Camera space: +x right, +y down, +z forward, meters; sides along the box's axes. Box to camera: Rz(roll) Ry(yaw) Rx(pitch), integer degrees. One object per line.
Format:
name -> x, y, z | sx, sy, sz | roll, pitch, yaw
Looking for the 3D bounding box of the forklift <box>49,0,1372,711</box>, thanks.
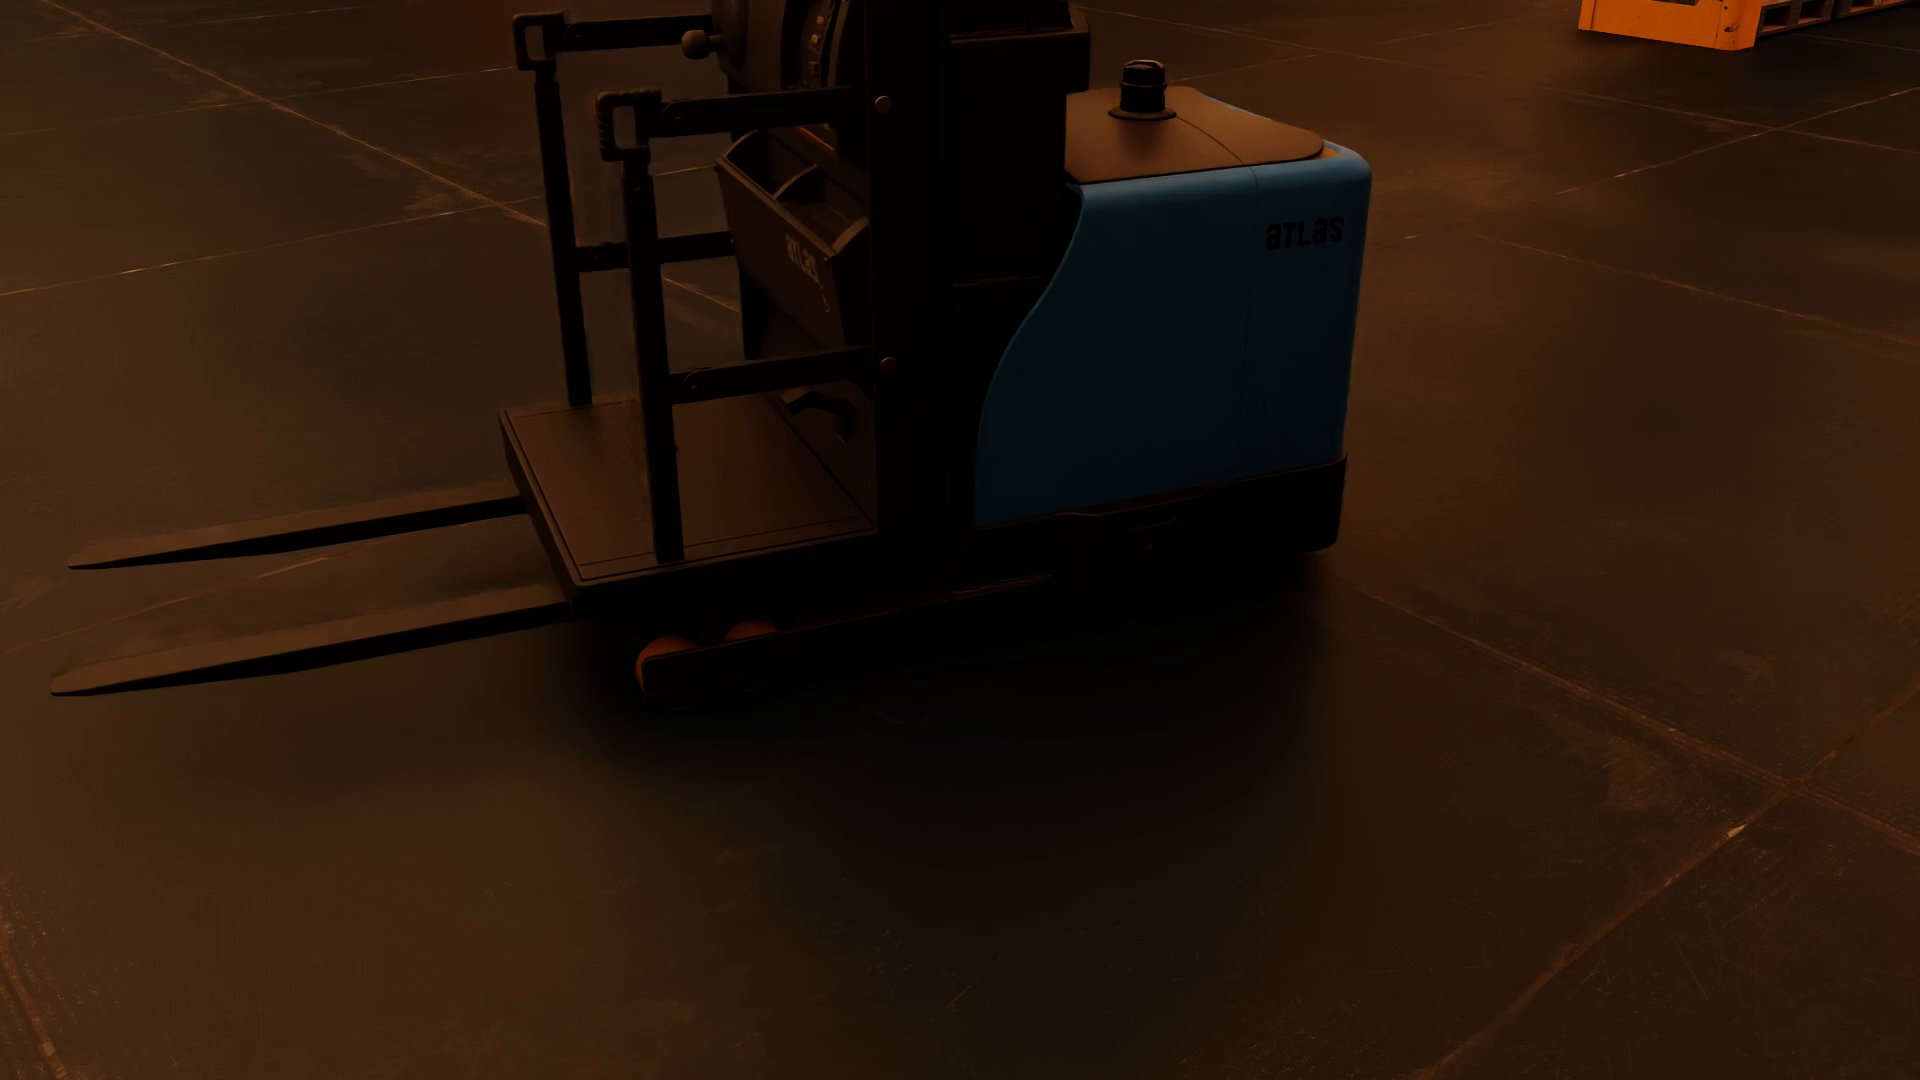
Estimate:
forklift -> -0.576, -1.197, 3.615 | 3.031, 2.935, 1.130 | -10, 28, -20
